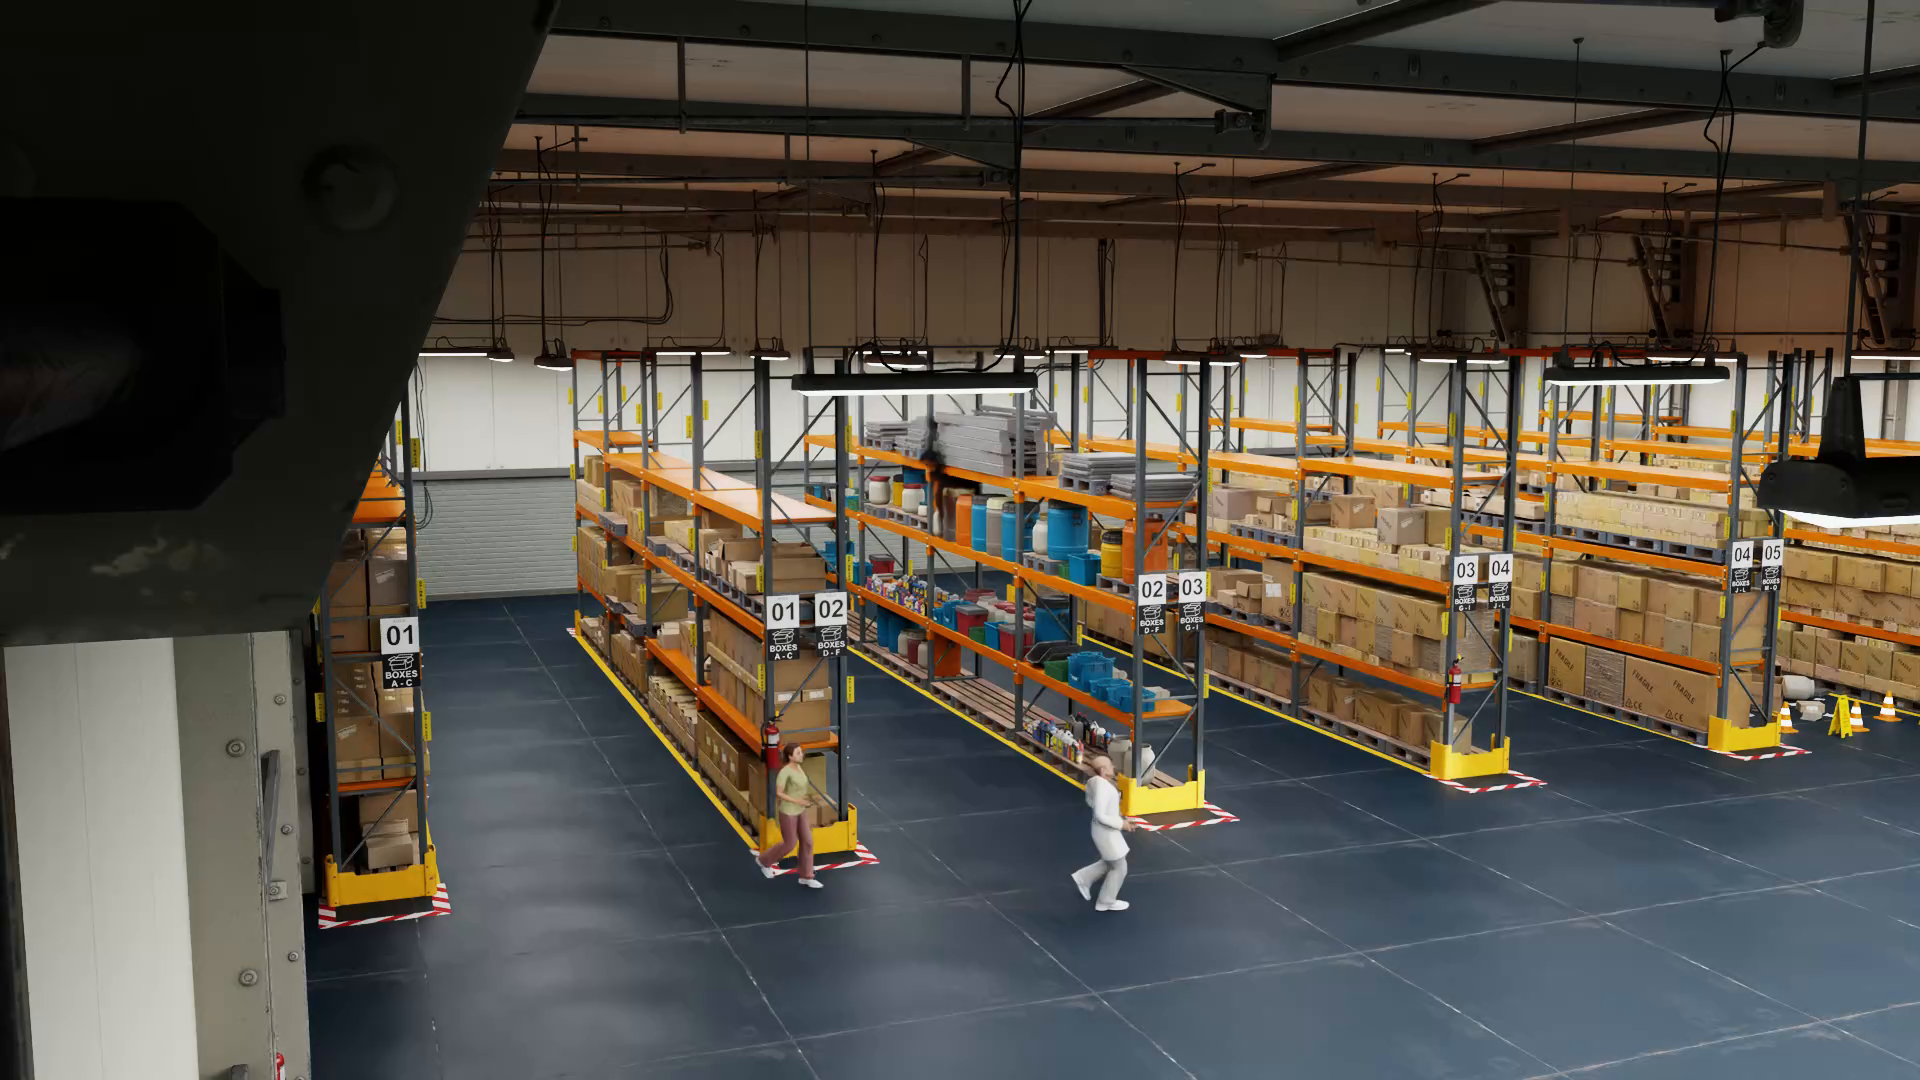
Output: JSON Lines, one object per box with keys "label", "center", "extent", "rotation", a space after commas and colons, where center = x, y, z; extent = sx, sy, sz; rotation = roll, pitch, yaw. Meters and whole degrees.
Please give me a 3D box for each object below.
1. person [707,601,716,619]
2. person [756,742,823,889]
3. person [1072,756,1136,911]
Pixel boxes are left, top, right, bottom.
{"label": "person", "center": [-5.227, 1.182, 34.563], "extent": [0.747, 1.720, 0.550], "rotation": [-3, 8, -23]}
{"label": "person", "center": [-1.953, 3.142, 19.109], "extent": [0.821, 1.679, 0.600], "rotation": [3, 8, 22]}
{"label": "person", "center": [1.579, 3.213, 18.225], "extent": [0.653, 1.724, 0.707], "rotation": [0, 7, -3]}
